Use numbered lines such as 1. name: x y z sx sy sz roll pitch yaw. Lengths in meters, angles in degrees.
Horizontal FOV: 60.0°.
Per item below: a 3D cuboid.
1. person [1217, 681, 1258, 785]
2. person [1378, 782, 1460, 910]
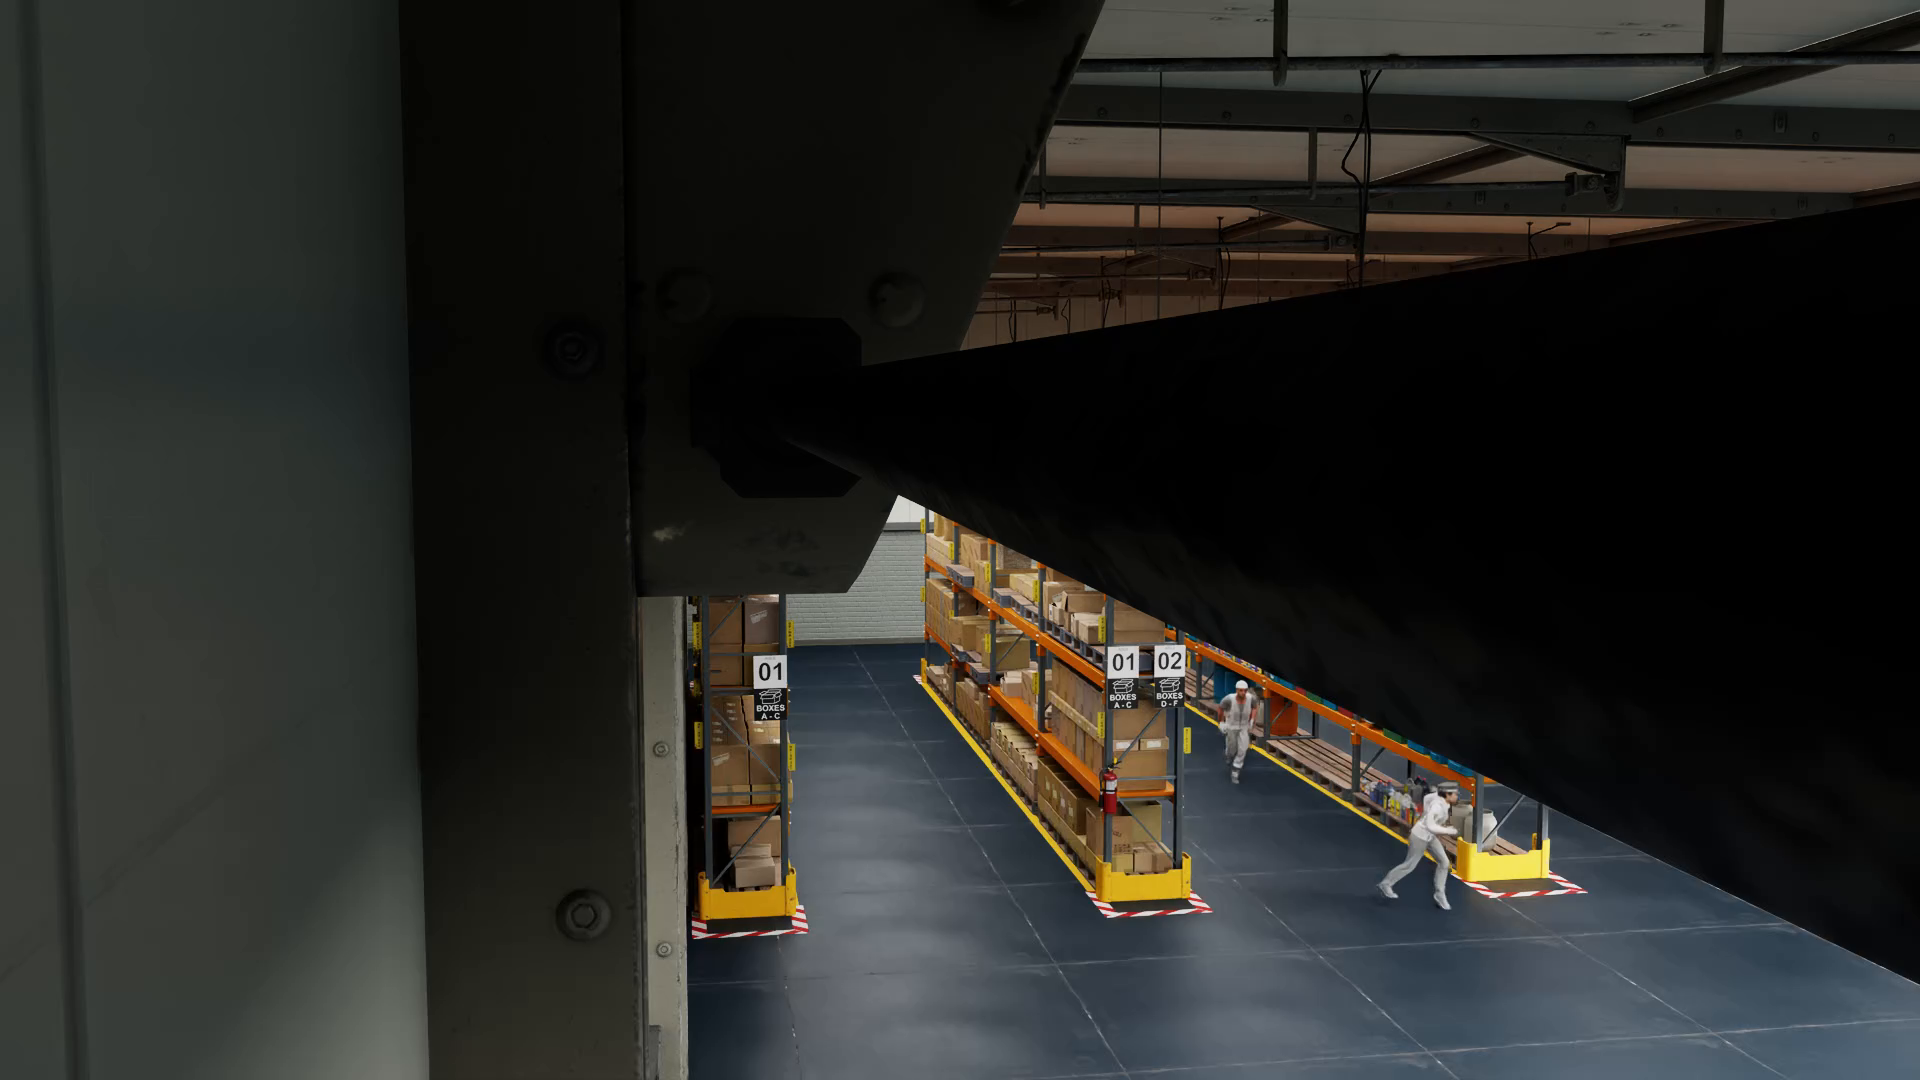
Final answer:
1. person: 4.531 3.103 27.230 0.659 1.722 0.909 -1 5 -9
2. person: 5.690 3.759 20.610 0.957 1.622 0.657 2 6 25
